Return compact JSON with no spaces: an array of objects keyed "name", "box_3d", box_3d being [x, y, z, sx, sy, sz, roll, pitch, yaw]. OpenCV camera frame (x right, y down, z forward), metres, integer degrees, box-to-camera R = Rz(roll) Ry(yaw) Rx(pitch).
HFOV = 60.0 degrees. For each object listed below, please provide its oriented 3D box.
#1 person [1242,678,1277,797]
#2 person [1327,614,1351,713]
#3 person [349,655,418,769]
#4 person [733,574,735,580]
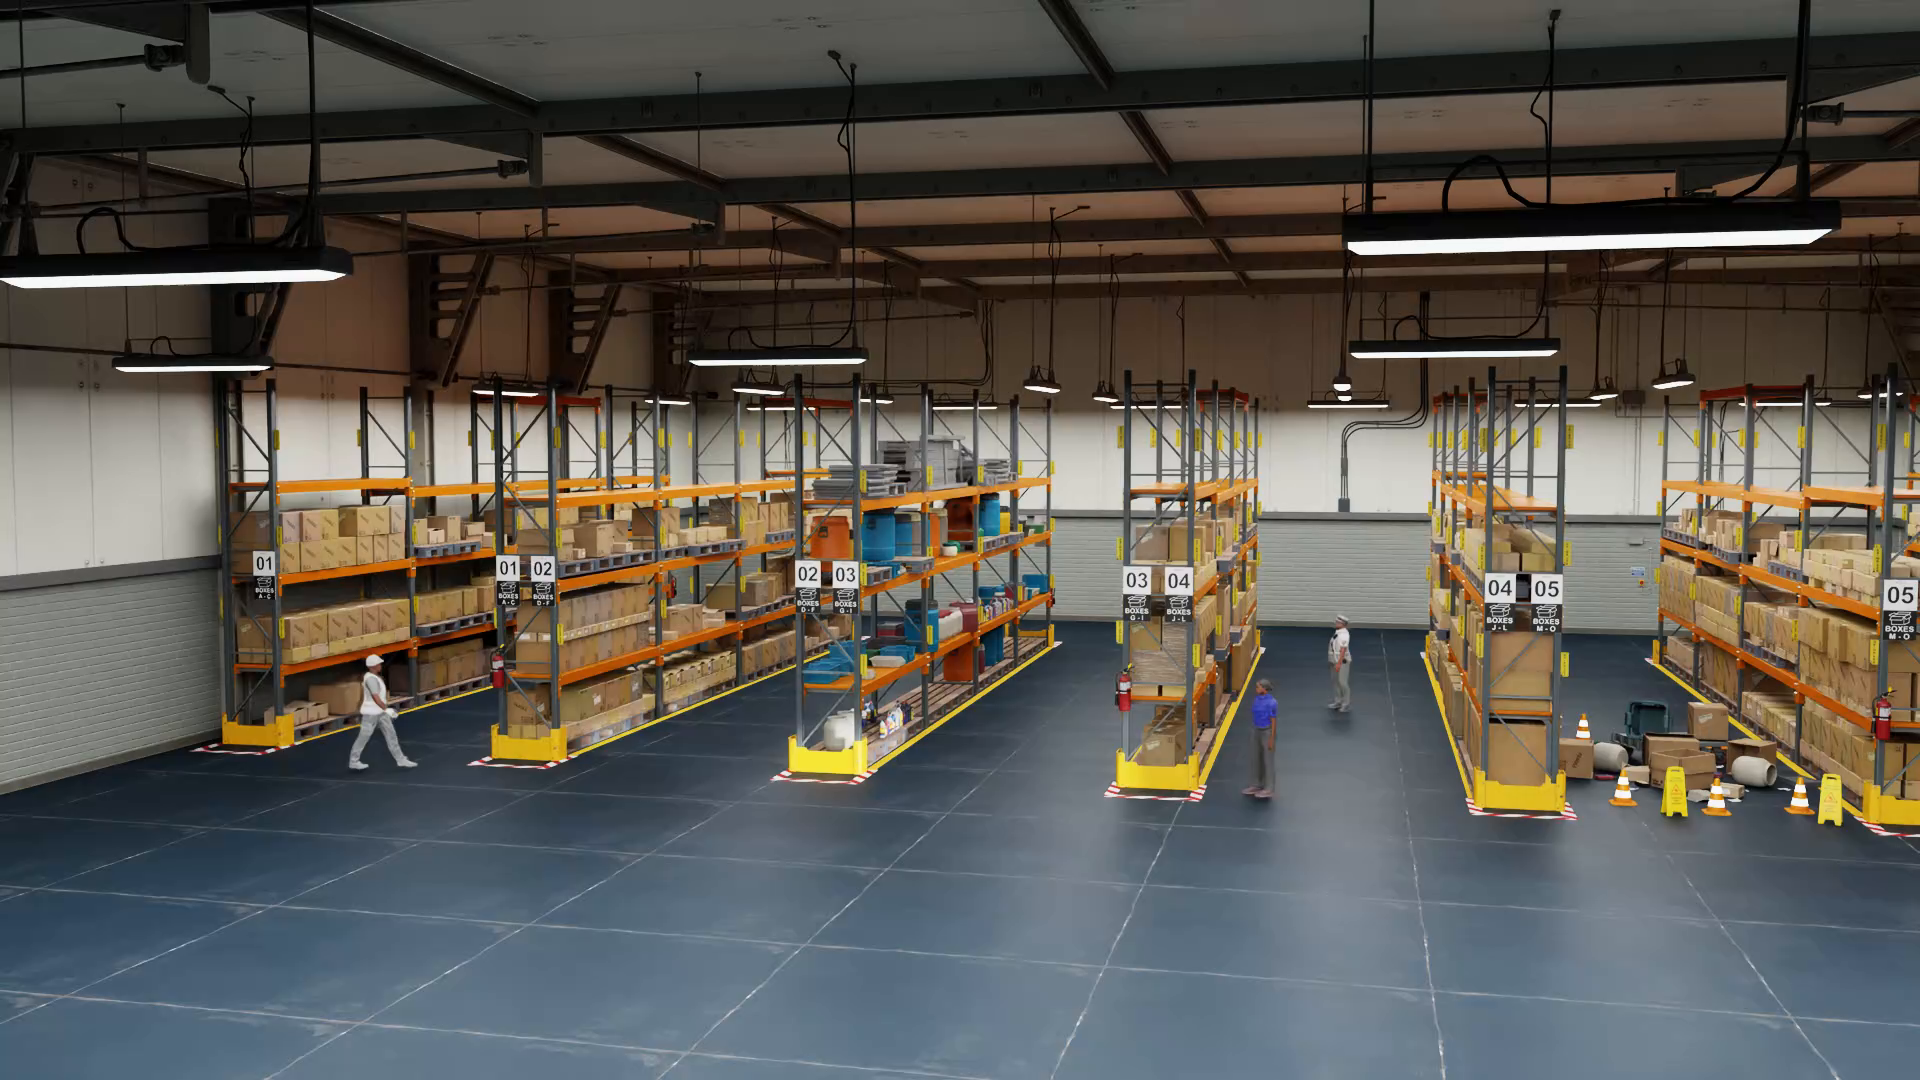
[{"name":"person","box_3d":[4.224,2.758,23.344,0.386,1.659,0.502,-2,4,-30]},{"name":"person","box_3d":[7.048,2.280,30.848,0.403,1.812,0.573,-1,4,-13]},{"name":"person","box_3d":[-8.732,2.589,25.041,0.988,1.732,0.504,0,3,2]},{"name":"person","box_3d":[-5.455,1.692,40.947,0.450,1.736,0.564,2,4,25]}]
